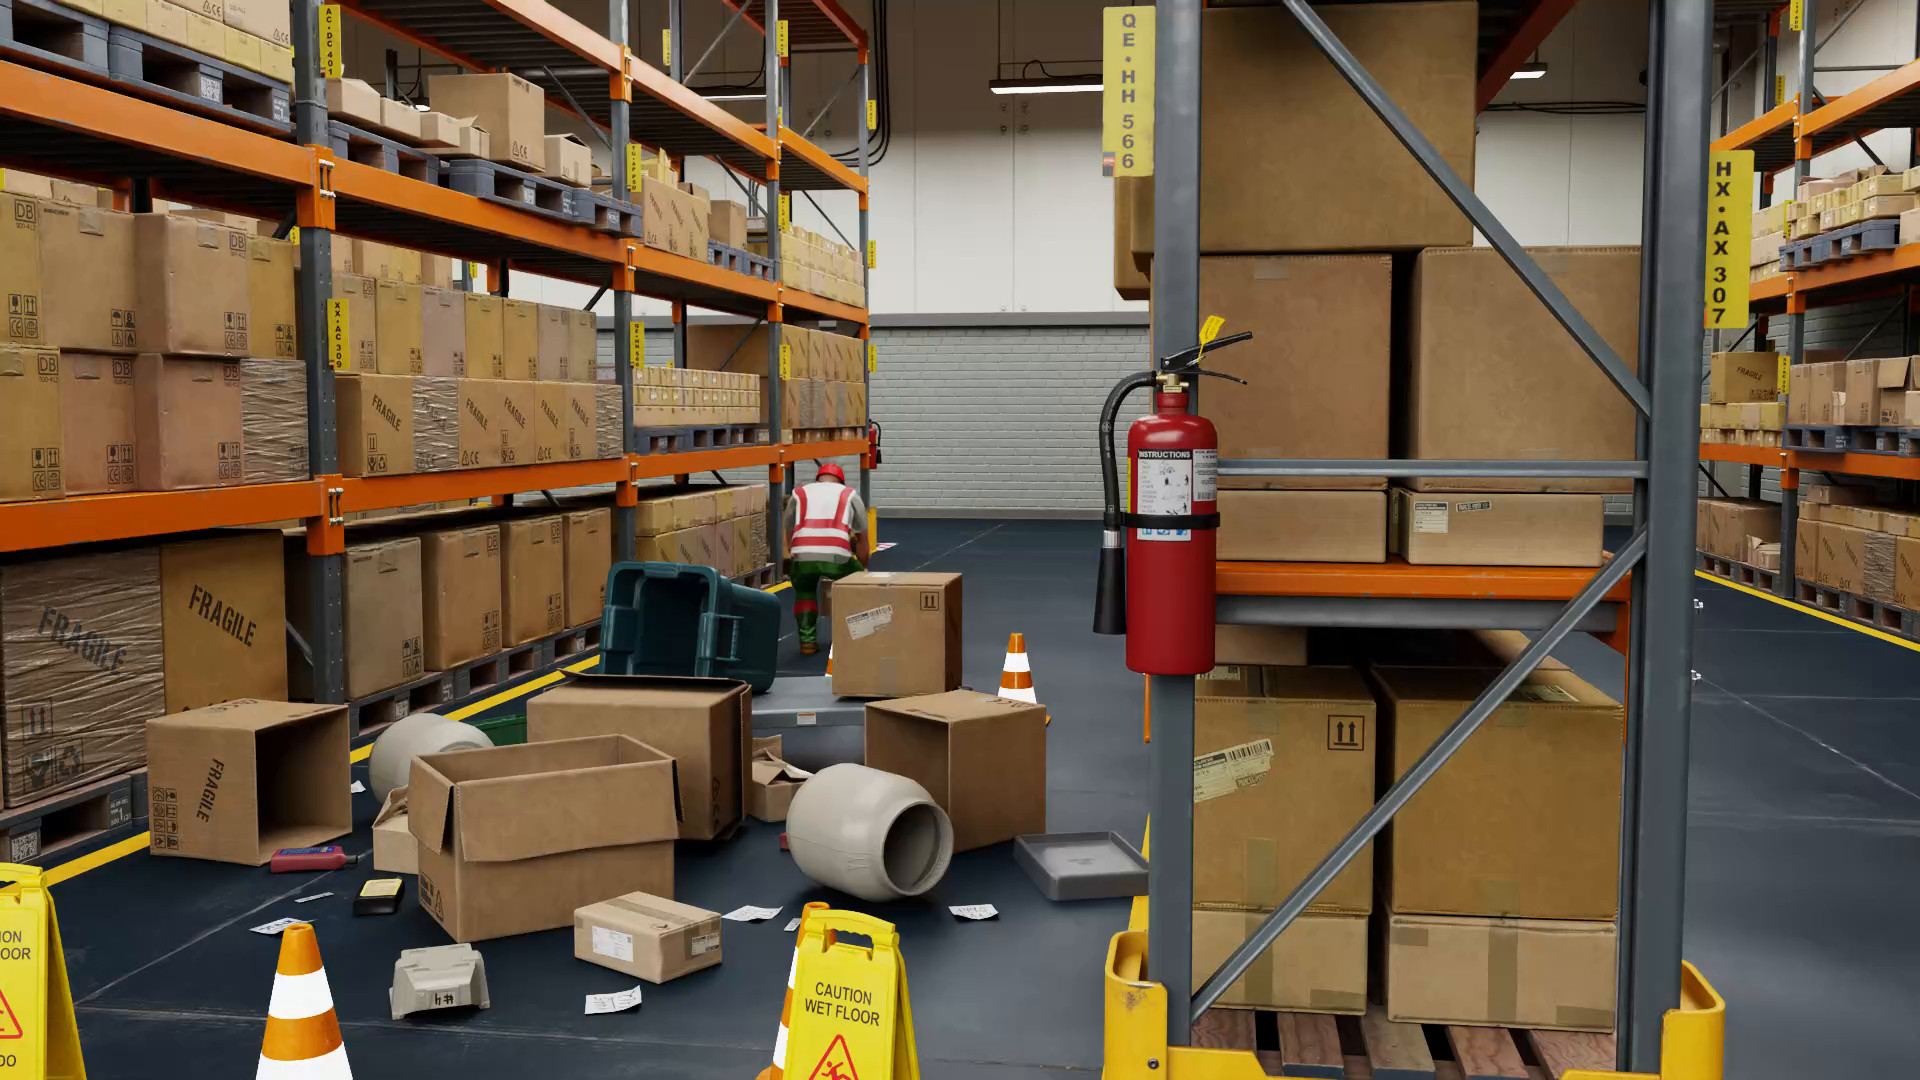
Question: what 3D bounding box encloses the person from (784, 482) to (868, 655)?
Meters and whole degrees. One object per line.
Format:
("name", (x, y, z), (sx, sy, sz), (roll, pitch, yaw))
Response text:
("person", (-0.931, 0.184, 11.236), (0.586, 1.145, 0.767), (1, 4, 9))
